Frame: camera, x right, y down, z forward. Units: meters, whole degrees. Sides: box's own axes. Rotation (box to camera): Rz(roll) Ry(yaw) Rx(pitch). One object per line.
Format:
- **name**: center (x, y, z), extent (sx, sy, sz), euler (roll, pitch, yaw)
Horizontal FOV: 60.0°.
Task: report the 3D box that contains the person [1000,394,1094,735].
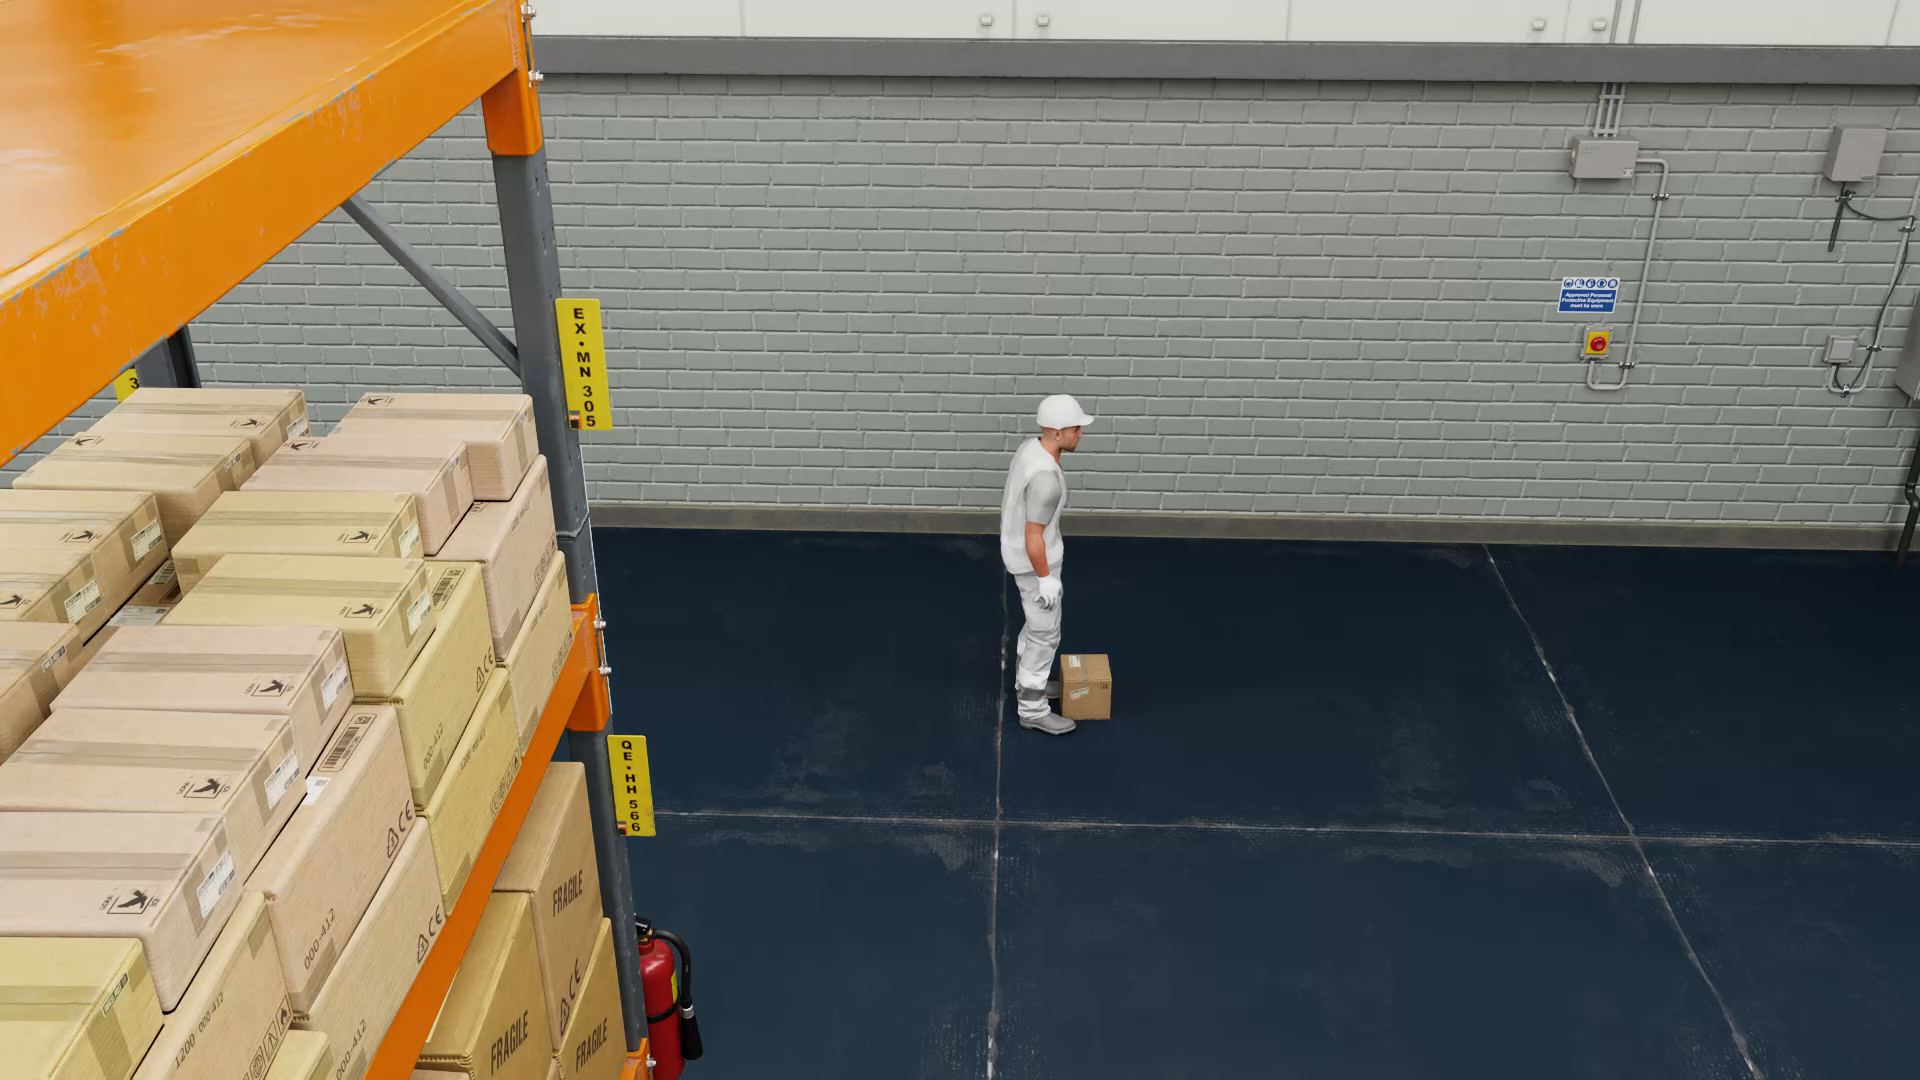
- **person**: center (0.426, 0.104, 8.407), extent (0.450, 1.778, 0.604), euler (0, 28, 1)
